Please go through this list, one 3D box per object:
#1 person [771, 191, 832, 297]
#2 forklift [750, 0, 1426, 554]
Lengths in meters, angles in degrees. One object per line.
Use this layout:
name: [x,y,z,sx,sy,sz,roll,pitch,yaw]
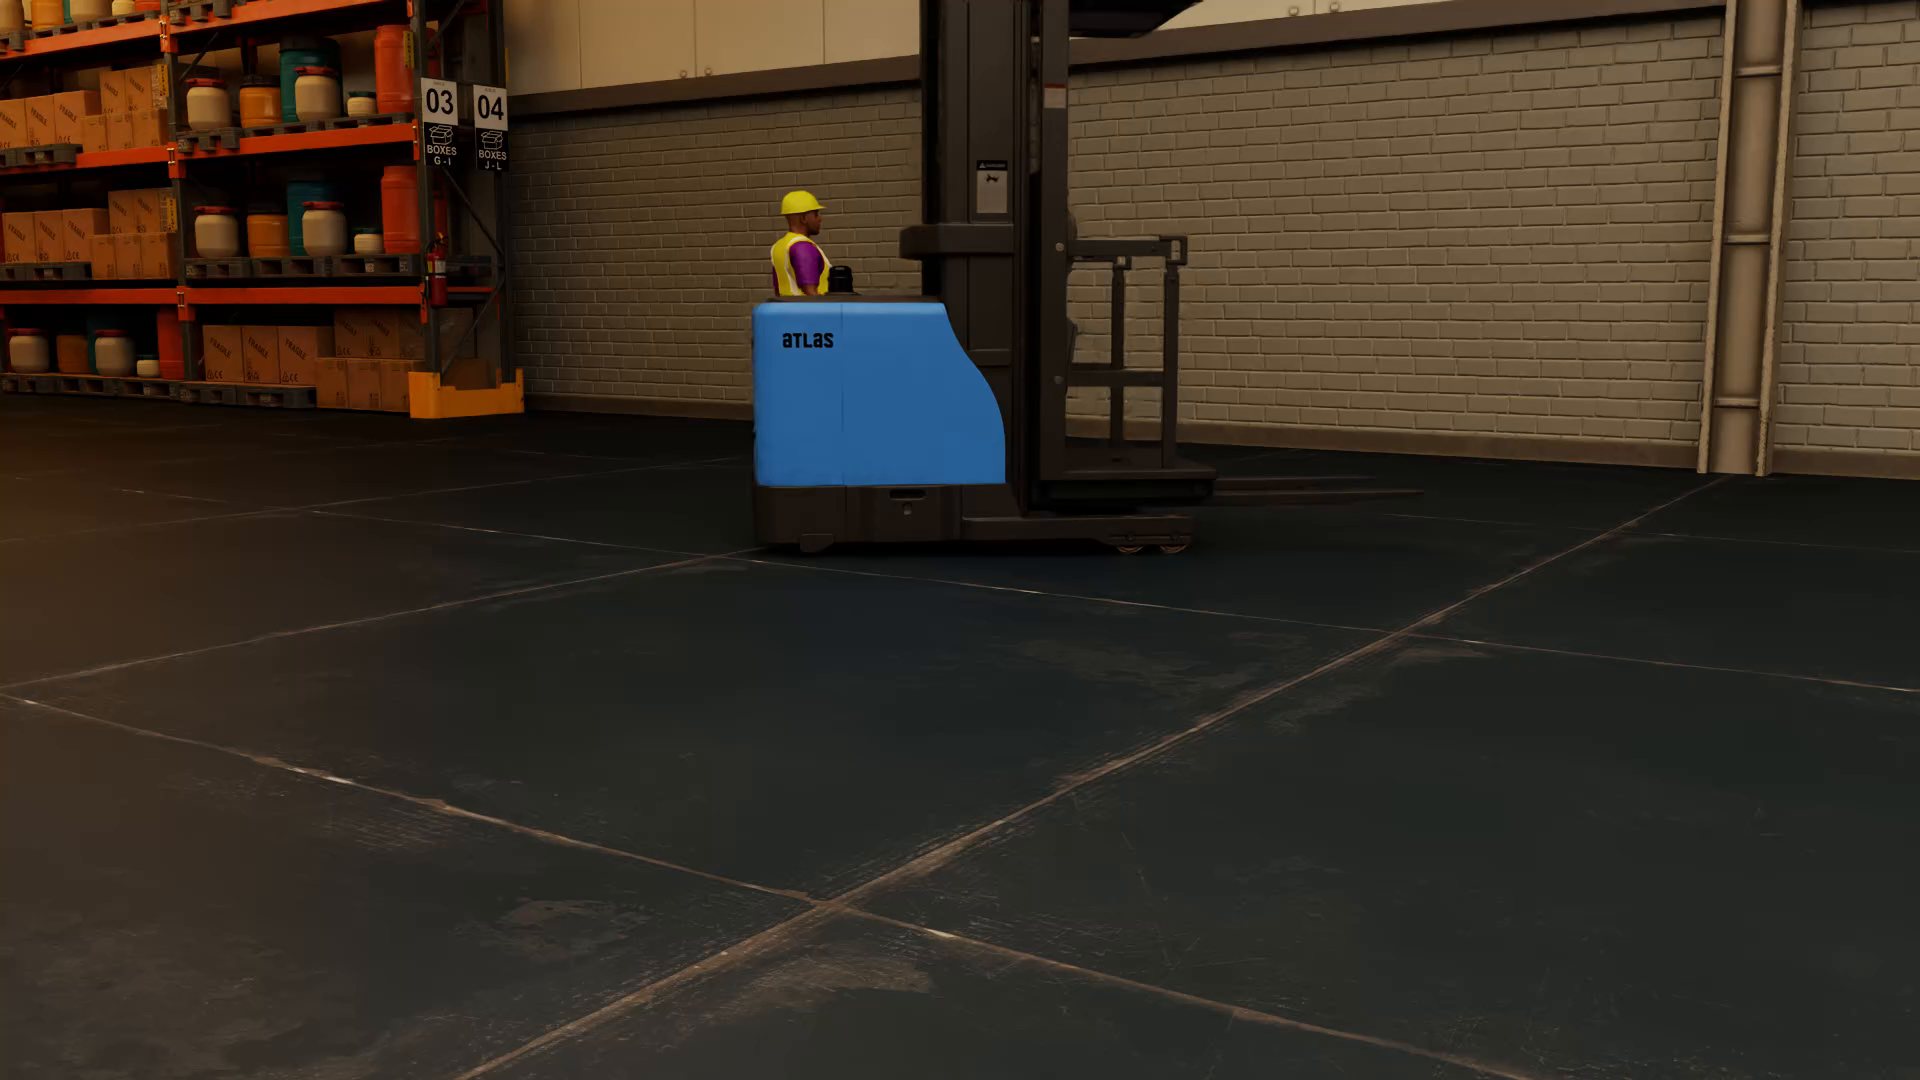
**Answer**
person: [-0.972,-1.310,10.545,0.378,1.771,0.553,-4,9,-27]
forklift: [0.573,-1.465,7.493,3.031,2.935,1.130,-1,8,-8]
